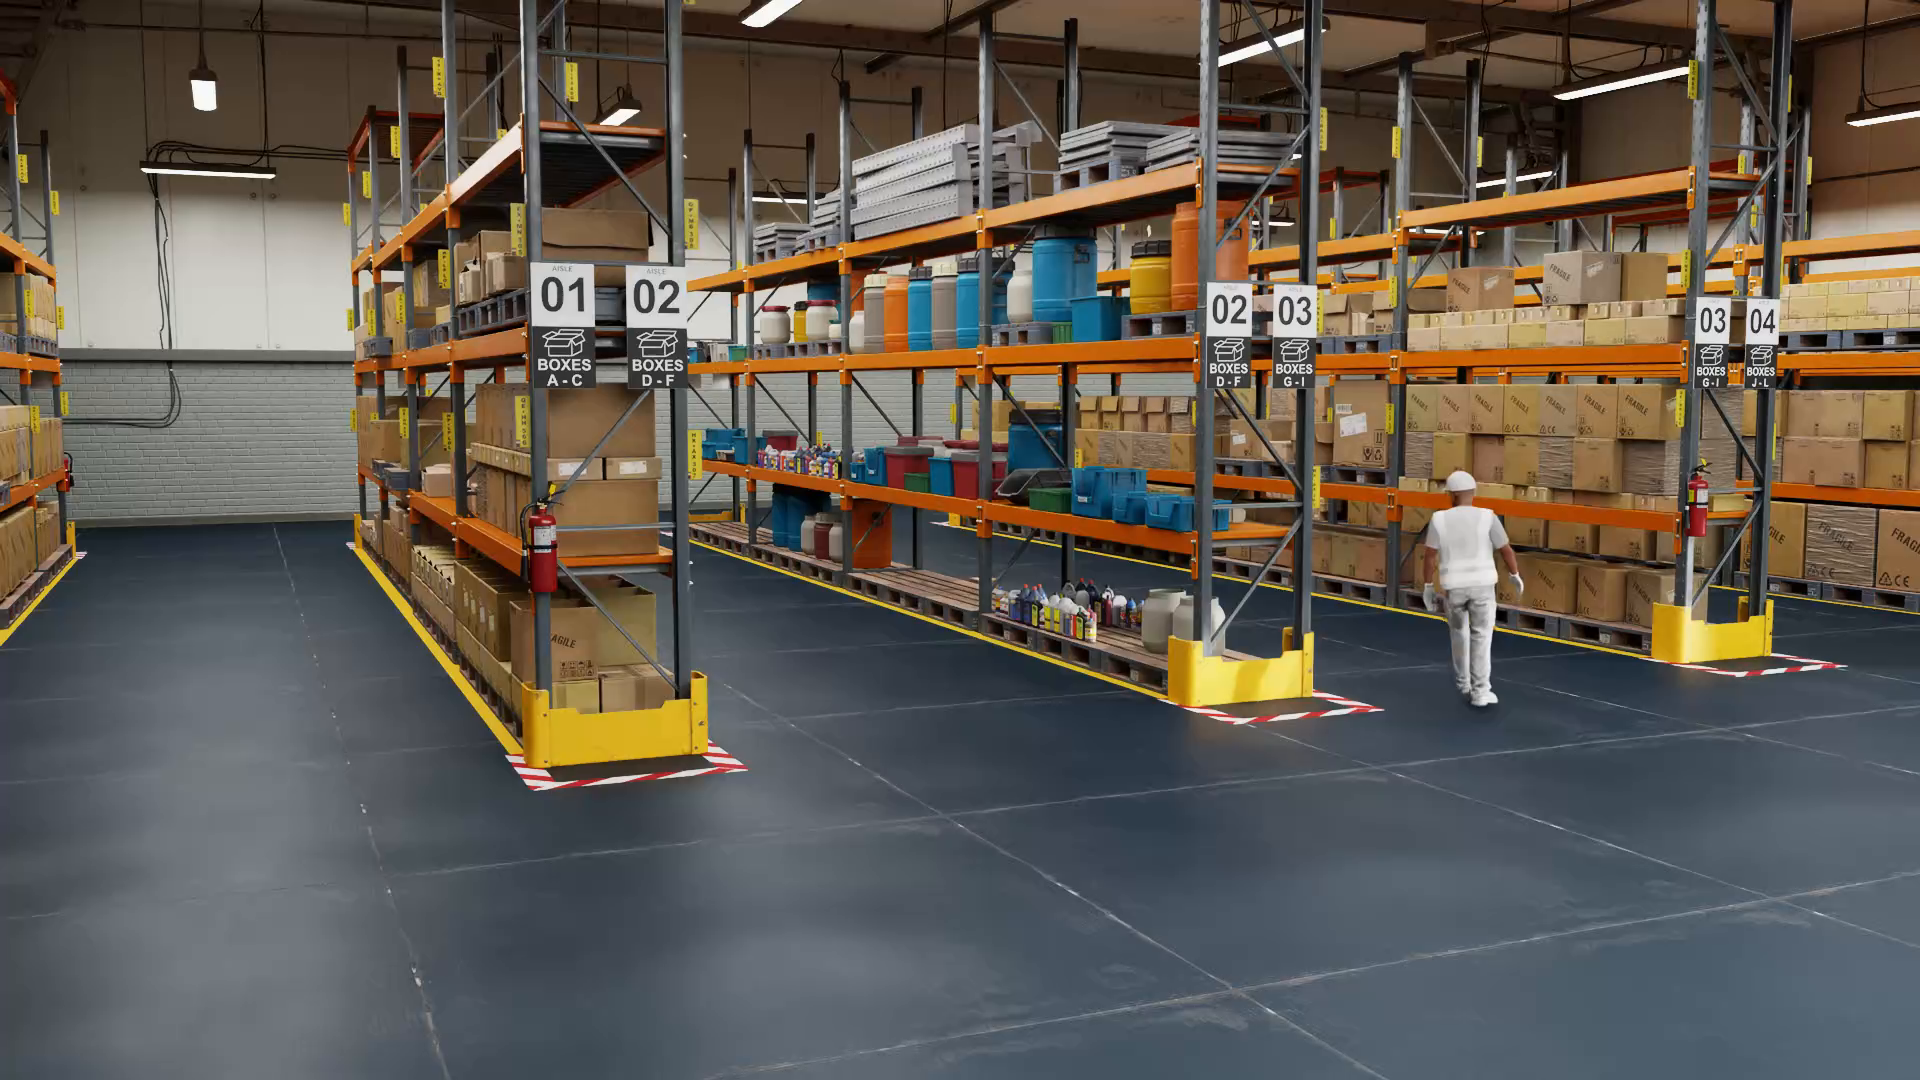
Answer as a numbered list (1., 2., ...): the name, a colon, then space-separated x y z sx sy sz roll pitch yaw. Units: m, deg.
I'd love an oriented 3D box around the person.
1. person: 3.906 0.396 12.688 0.688 1.839 0.673 3 6 26
